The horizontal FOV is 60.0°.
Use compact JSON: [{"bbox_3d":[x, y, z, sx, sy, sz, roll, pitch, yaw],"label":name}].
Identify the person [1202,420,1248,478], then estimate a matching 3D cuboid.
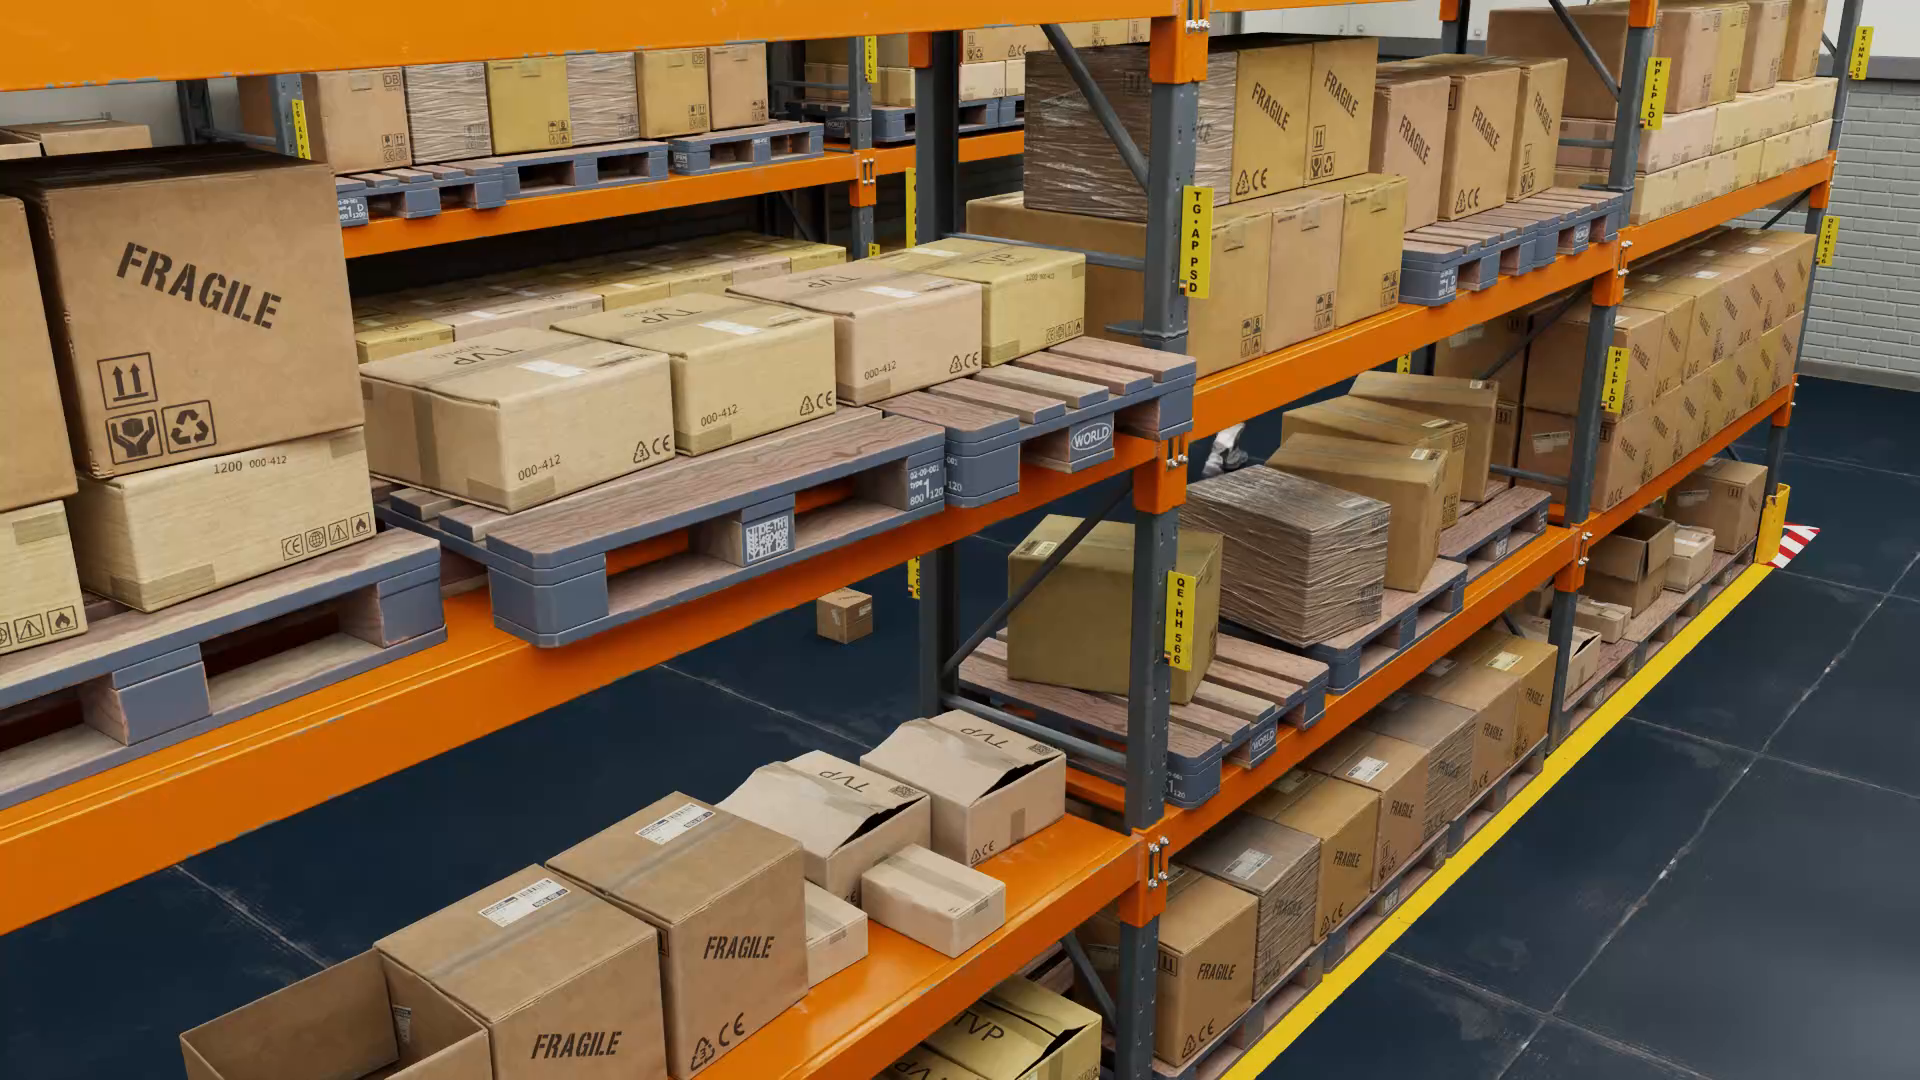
[{"bbox_3d":[2.158,-1.328,13.199,0.521,1.751,1.003,13,24,32],"label":"person"}]
